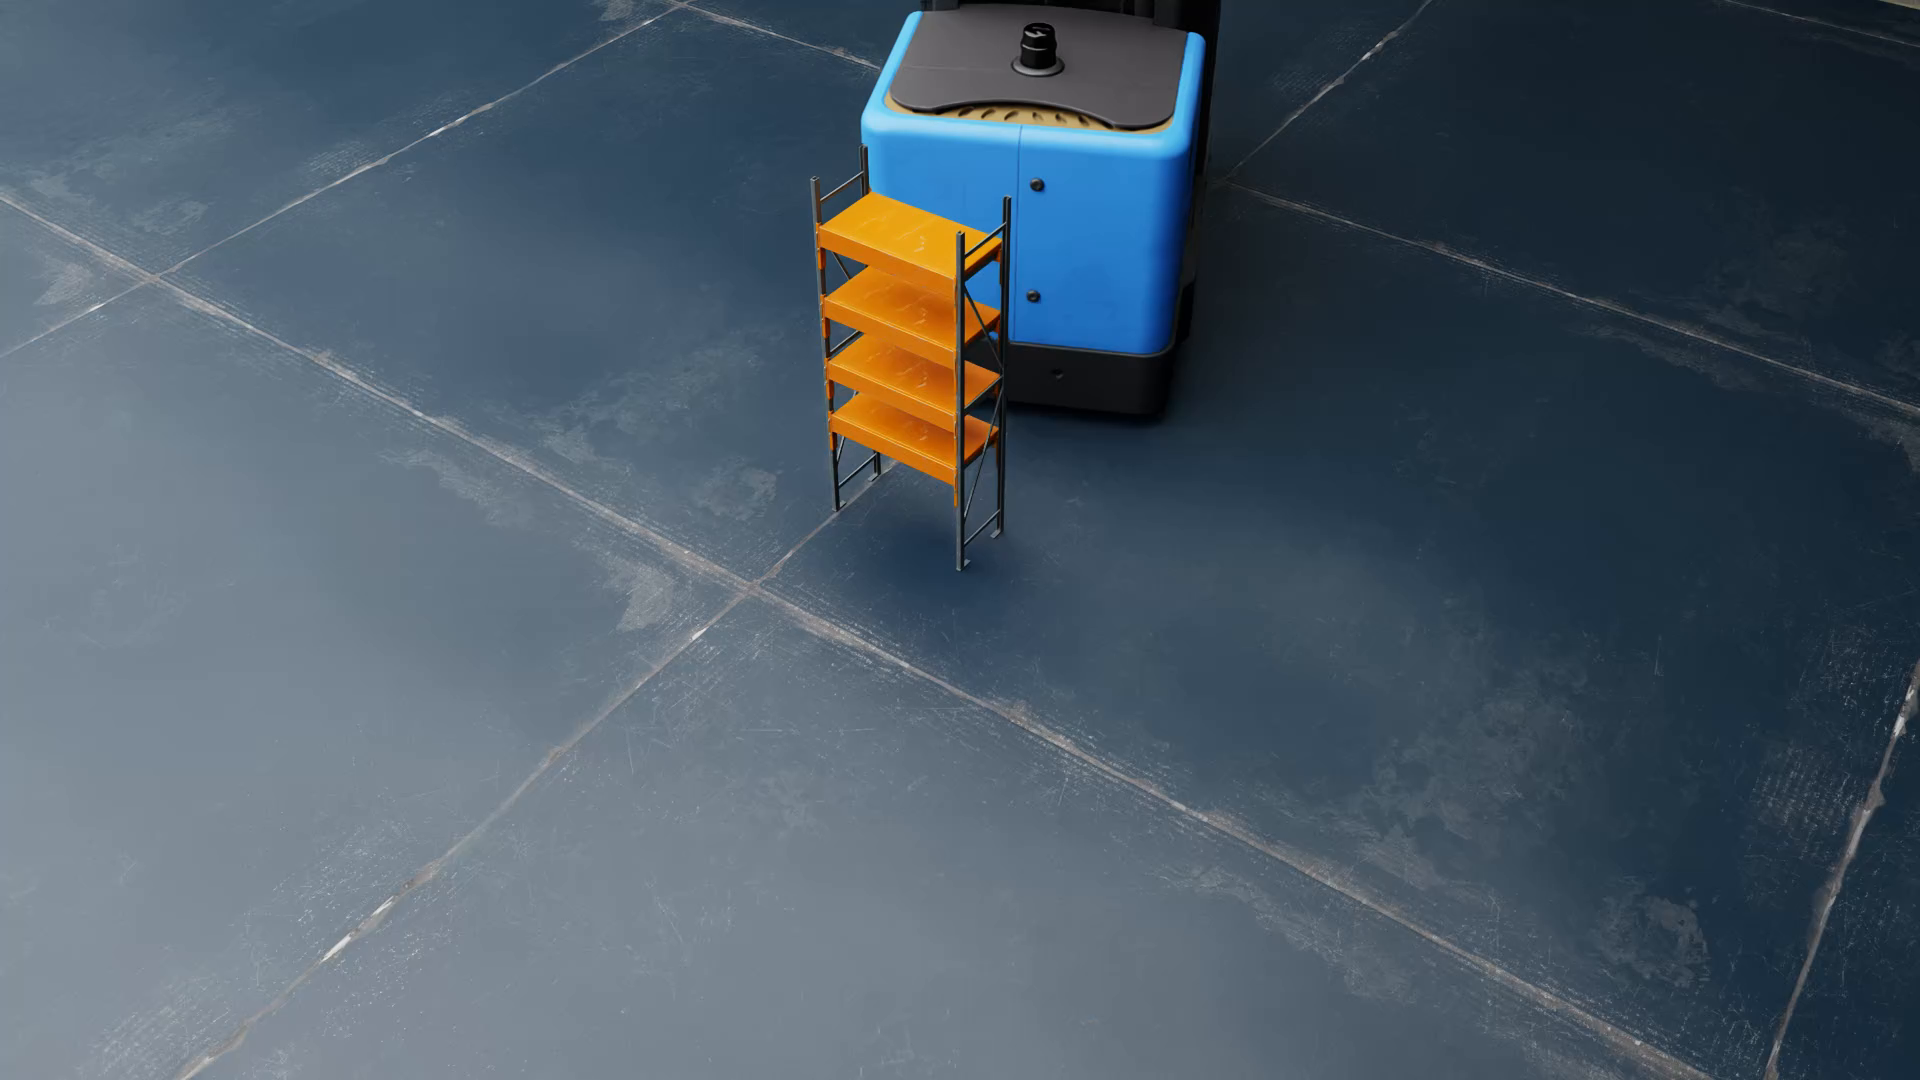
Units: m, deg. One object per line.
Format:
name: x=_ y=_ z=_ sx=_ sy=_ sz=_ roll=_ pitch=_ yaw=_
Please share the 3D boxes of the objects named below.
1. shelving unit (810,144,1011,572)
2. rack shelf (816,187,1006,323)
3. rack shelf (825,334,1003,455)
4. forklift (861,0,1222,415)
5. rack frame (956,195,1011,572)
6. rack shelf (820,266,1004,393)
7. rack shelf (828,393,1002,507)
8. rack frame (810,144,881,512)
shelving unit: x=-0.136 y=-0.511 z=4.921 sx=0.503 sy=1.200 sz=0.258 roll=25 pitch=48 yaw=25
rack shelf: x=-0.136 y=-0.803 z=4.659 sx=0.480 sy=0.148 sz=0.258 roll=25 pitch=48 yaw=25
rack shelf: x=-0.136 y=-0.460 z=4.966 sx=0.480 sy=0.148 sz=0.258 roll=25 pitch=48 yaw=25
forklift: x=0.443 y=-2.505 z=5.851 sx=1.130 sy=2.935 sz=3.031 roll=7 pitch=42 yaw=7
rack frame: x=0.064 y=-0.417 z=4.816 sx=0.015 sy=1.200 sz=0.240 roll=25 pitch=48 yaw=25
rack shelf: x=-0.136 y=-0.627 z=4.816 sx=0.480 sy=0.148 sz=0.258 roll=25 pitch=48 yaw=25
rack shelf: x=-0.136 y=-0.312 z=5.098 sx=0.480 sy=0.148 sz=0.258 roll=25 pitch=48 yaw=25
rack frame: x=-0.335 y=-0.604 z=5.025 sx=0.015 sy=1.200 sz=0.240 roll=25 pitch=48 yaw=25
